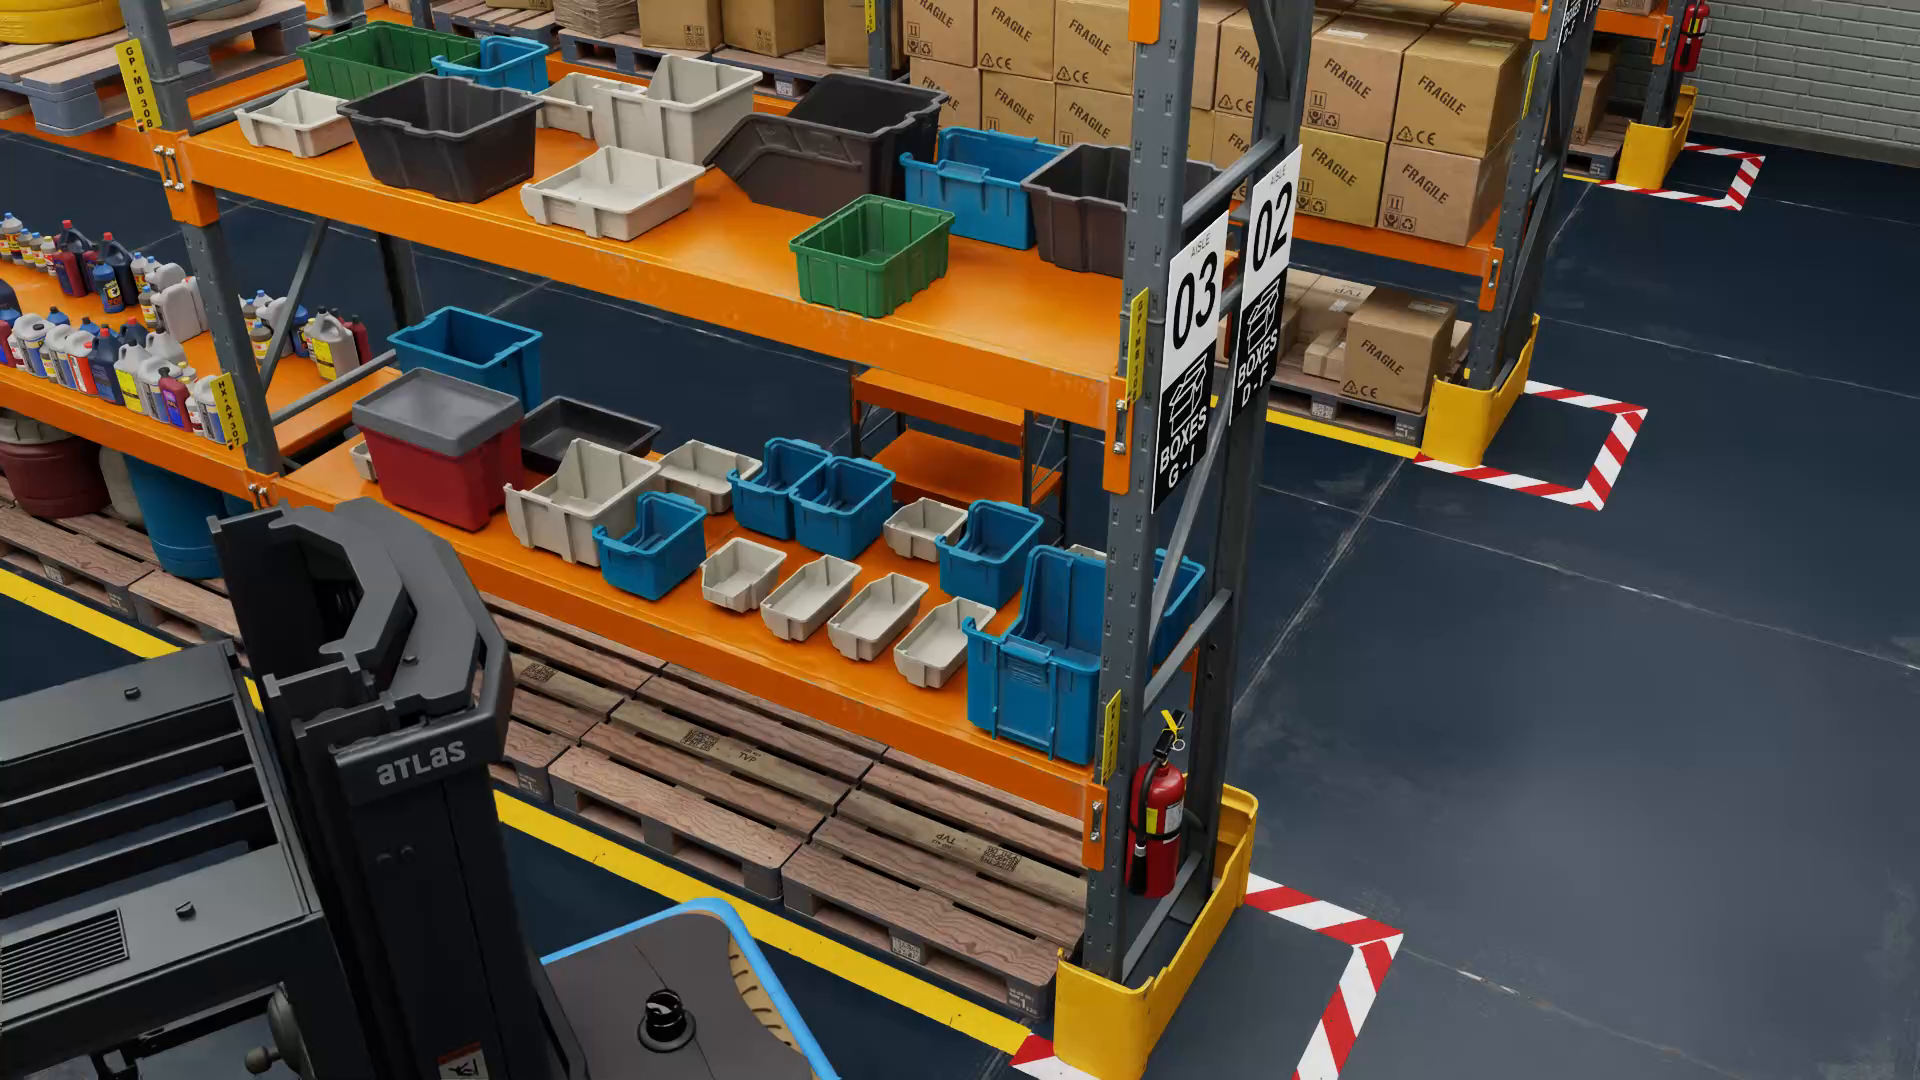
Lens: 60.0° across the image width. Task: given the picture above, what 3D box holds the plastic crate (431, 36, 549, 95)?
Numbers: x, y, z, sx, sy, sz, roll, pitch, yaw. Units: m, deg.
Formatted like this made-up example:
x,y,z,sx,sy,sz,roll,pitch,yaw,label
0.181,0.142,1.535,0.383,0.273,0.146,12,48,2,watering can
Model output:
x,y,z,sx,sy,sz,roll,pitch,yaw,label
-1.790,-1.759,6.401,0.300,0.233,0.416,18,37,24,plastic crate

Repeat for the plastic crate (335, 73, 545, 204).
x,y,z,sx,sy,sz,roll,pitch,yaw,label
-1.796,-1.398,5.825,0.590,0.269,0.497,18,37,24,plastic crate

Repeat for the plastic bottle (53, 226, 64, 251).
x,y,z,sx,sy,sz,roll,pitch,yaw,label
-4.657,-1.508,8.685,0.133,0.283,0.061,18,37,24,plastic bottle

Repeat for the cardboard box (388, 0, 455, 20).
x,y,z,sx,sy,sz,roll,pitch,yaw,label
-4.045,-4.244,12.768,0.500,0.311,0.500,20,39,27,cardboard box

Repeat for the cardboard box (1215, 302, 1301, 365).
x,y,z,sx,sy,sz,roll,pitch,yaw,label
1.791,-1.305,10.358,0.500,0.250,0.500,18,37,24,cardboard box

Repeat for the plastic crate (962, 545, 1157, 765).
x,y,z,sx,sy,sz,roll,pitch,yaw,label
0.351,0.381,5.656,0.499,0.435,0.616,18,37,24,plastic crate

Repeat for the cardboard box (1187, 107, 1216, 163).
x,y,z,sx,sy,sz,roll,pitch,yaw,label
1.351,-2.413,9.848,0.500,0.500,0.500,17,37,24,cardboard box

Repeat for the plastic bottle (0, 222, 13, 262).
x,y,z,sx,sy,sz,roll,pitch,yaw,label
-5.104,-1.604,8.903,0.097,0.201,0.097,0,34,0,plastic bottle

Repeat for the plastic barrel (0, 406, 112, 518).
x,y,z,sx,sy,sz,roll,pitch,yaw,label
-4.798,-0.511,8.879,0.708,0.588,0.600,18,37,24,plastic barrel

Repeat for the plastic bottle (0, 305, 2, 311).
x,y,z,sx,sy,sz,roll,pitch,yaw,label
-4.656,-1.055,7.943,0.185,0.351,0.144,18,37,24,plastic bottle

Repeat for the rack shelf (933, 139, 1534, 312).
x,y,z,sx,sy,sz,roll,pitch,yaw,label
1.459,-2.210,10.283,4.000,0.370,1.077,18,37,24,rack shelf

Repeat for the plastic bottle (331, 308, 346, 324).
x,y,z,sx,sy,sz,roll,pitch,yaw,label
-2.961,-0.971,7.878,0.133,0.283,0.061,18,37,24,plastic bottle

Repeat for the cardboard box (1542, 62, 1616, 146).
x,y,z,sx,sy,sz,roll,pitch,yaw,label
4.992,-3.623,13.632,0.500,0.500,0.700,18,37,24,cardboard box

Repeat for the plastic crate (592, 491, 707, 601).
x,y,z,sx,sy,sz,roll,pitch,yaw,label
-1.176,0.026,6.372,0.300,0.233,0.416,18,37,24,plastic crate

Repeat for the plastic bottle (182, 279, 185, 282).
x,y,z,sx,sy,sz,roll,pitch,yaw,label
-3.843,-1.205,8.303,0.097,0.201,0.097,0,34,0,plastic bottle

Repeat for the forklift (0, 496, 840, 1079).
x,y,z,sx,sy,sz,roll,pitch,yaw,label
-1.829,1.440,4.214,3.031,2.935,1.130,-17,37,-24,forklift

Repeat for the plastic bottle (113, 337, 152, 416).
x,y,z,sx,sy,sz,roll,pitch,yaw,label
-3.699,-0.752,7.488,0.185,0.351,0.144,18,37,24,plastic bottle

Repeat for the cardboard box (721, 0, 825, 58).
x,y,z,sx,sy,sz,roll,pitch,yaw,label
-1.207,-3.673,11.361,0.500,0.500,0.700,24,41,32,cardboard box

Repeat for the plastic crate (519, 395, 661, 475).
x,y,z,sx,sy,sz,roll,pitch,yaw,label
-1.634,-0.409,7.123,0.590,0.125,0.437,18,37,24,plastic crate

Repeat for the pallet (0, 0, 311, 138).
x,y,z,sx,sy,sz,roll,pitch,yaw,label
-3.468,-2.015,6.805,1.003,0.211,1.213,18,37,24,pallet

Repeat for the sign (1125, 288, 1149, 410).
x,y,z,sx,sy,sz,roll,pitch,yaw,label
0.475,-0.513,4.473,0.005,0.325,0.100,18,37,24,sign

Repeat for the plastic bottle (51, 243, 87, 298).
x,y,z,sx,sy,sz,roll,pitch,yaw,label
-4.568,-1.388,8.504,0.133,0.283,0.061,18,37,24,plastic bottle

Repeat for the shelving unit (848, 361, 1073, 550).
x,y,z,sx,sy,sz,roll,pitch,yaw,label
0.006,-0.466,8.706,1.048,1.125,0.538,18,37,24,shelving unit

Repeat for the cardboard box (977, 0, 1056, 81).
x,y,z,sx,sy,sz,roll,pitch,yaw,label
0.440,-3.111,9.994,0.500,0.500,0.500,16,37,23,cardboard box

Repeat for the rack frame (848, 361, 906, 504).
x,y,z,sx,sy,sz,roll,pitch,yaw,label
-0.435,-0.606,8.916,0.032,1.125,0.500,18,37,24,rack frame

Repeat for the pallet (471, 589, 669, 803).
x,y,z,sx,sy,sz,roll,pitch,yaw,label
-2.081,0.667,7.829,1.213,0.211,1.003,18,37,24,pallet

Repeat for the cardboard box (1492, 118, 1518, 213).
x,y,z,sx,sy,sz,roll,pitch,yaw,label
2.941,-2.250,9.603,0.500,0.500,0.500,18,38,25,cardboard box

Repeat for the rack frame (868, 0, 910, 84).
x,y,z,sx,sy,sz,roll,pitch,yaw,label
-0.278,-3.060,10.909,0.127,3.000,1.000,18,37,24,rack frame

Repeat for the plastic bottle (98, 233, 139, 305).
x,y,z,sx,sy,sz,roll,pitch,yaw,label
-4.263,-1.385,8.439,0.185,0.351,0.144,18,37,24,plastic bottle

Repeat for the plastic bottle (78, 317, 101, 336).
x,y,z,sx,sy,sz,roll,pitch,yaw,label
-4.068,-0.918,7.809,0.097,0.271,0.097,0,34,0,plastic bottle

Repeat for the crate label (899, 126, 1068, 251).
x,y,z,sx,sy,sz,roll,pitch,yaw,label
0.093,-1.173,5.504,0.502,0.251,0.408,18,37,24,crate label

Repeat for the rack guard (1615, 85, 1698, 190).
x,y,z,sx,sy,sz,roll,pitch,yaw,label
5.671,-3.297,13.522,0.348,0.500,1.175,18,37,24,rack guard

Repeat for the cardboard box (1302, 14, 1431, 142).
x,y,z,sx,sy,sz,roll,pitch,yaw,label
2.233,-2.546,9.146,0.500,0.500,0.500,19,38,26,cardboard box

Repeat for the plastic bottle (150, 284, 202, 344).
x,y,z,sx,sy,sz,roll,pitch,yaw,label
-3.831,-1.117,8.105,0.135,0.276,0.152,18,37,24,plastic bottle

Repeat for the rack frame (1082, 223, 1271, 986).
x,y,z,sx,sy,sz,roll,pitch,yaw,label
0.734,0.423,5.679,0.127,3.000,1.000,18,37,24,rack frame

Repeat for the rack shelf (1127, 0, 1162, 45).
x,y,z,sx,sy,sz,roll,pitch,yaw,label
-1.002,-2.158,5.153,4.000,0.370,1.077,18,37,24,rack shelf

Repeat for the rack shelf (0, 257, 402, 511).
x,y,z,sx,sy,sz,roll,pitch,yaw,label
-4.475,-0.928,8.357,4.000,0.370,1.077,18,37,24,rack shelf

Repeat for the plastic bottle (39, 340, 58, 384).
x,y,z,sx,sy,sz,roll,pitch,yaw,label
-4.228,-0.842,7.758,0.097,0.201,0.097,0,34,0,plastic bottle

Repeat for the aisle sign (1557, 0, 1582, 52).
x,y,z,sx,sy,sz,roll,pitch,yaw,label
3.102,-2.875,8.287,0.004,0.787,0.394,18,37,24,aisle sign

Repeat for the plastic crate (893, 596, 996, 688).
x,y,z,sx,sy,sz,roll,pitch,yaw,label
-0.064,0.371,5.942,0.243,0.136,0.396,18,37,24,plastic crate

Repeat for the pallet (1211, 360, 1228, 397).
x,y,z,sx,sy,sz,roll,pitch,yaw,label
1.381,-1.375,10.895,1.213,0.211,1.003,18,37,24,pallet

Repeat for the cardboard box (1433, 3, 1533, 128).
x,y,z,sx,sy,sz,roll,pitch,yaw,label
2.941,-2.666,9.326,0.500,0.500,0.500,19,38,26,cardboard box

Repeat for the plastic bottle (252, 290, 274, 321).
x,y,z,sx,sy,sz,roll,pitch,yaw,label
-3.356,-1.080,8.052,0.097,0.271,0.097,0,34,0,plastic bottle

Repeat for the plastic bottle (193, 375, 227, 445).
x,y,z,sx,sy,sz,roll,pitch,yaw,label
-3.241,-0.578,7.295,0.135,0.276,0.152,18,37,24,plastic bottle

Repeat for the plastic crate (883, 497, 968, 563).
x,y,z,sx,sy,sz,roll,pitch,yaw,label
-0.143,-0.033,6.548,0.298,0.136,0.250,18,37,24,plastic crate

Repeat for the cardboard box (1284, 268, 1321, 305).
x,y,z,sx,sy,sz,roll,pitch,yaw,label
1.995,-1.559,10.740,0.500,0.250,0.500,18,37,24,cardboard box
